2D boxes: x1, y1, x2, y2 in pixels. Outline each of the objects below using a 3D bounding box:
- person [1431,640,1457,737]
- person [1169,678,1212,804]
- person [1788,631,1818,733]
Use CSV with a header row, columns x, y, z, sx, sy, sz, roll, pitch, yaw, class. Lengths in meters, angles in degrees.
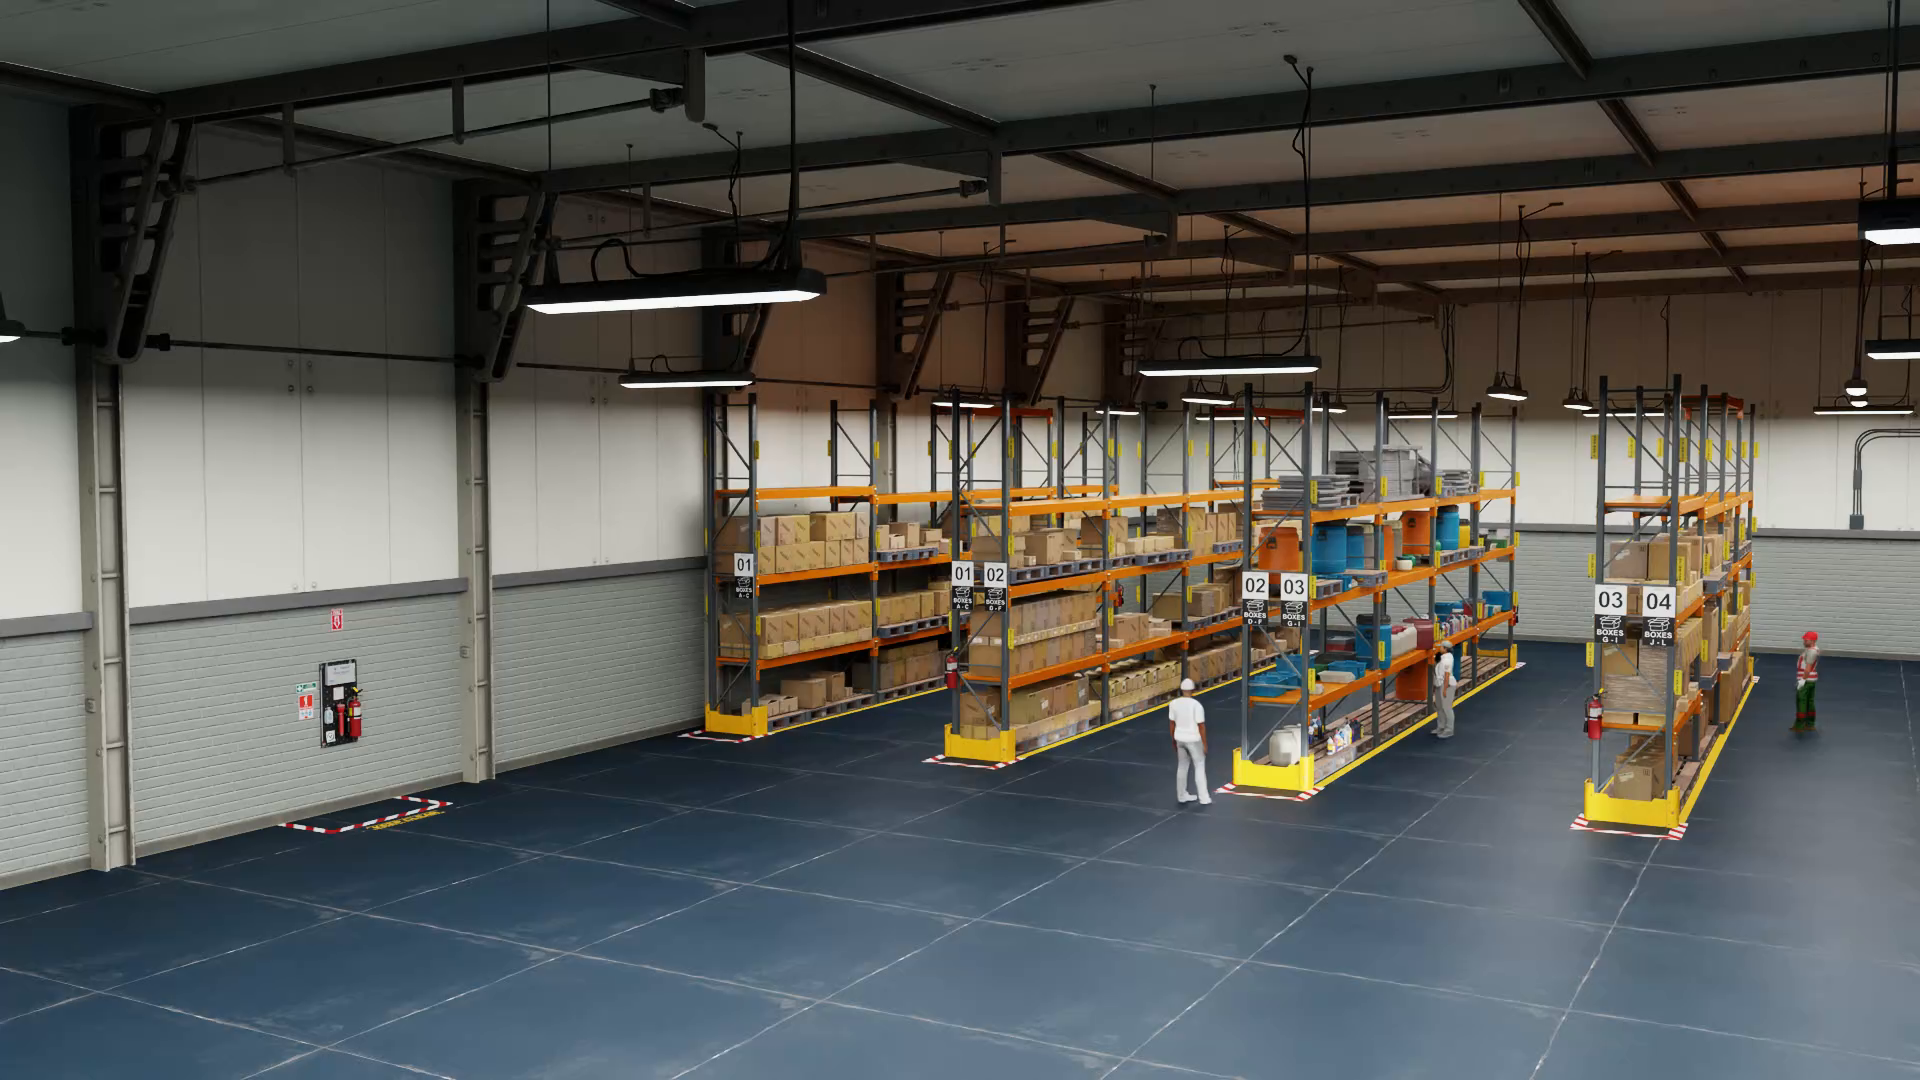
x,y,z,sx,sy,sz,roll,pitch,yaw,class
8.475,2.592,29.152,0.430,1.673,0.515,0,3,-3,person
3.287,2.843,23.594,0.518,1.773,0.581,-2,4,-34,person
15.003,2.514,29.532,0.469,1.792,0.600,3,4,45,person
